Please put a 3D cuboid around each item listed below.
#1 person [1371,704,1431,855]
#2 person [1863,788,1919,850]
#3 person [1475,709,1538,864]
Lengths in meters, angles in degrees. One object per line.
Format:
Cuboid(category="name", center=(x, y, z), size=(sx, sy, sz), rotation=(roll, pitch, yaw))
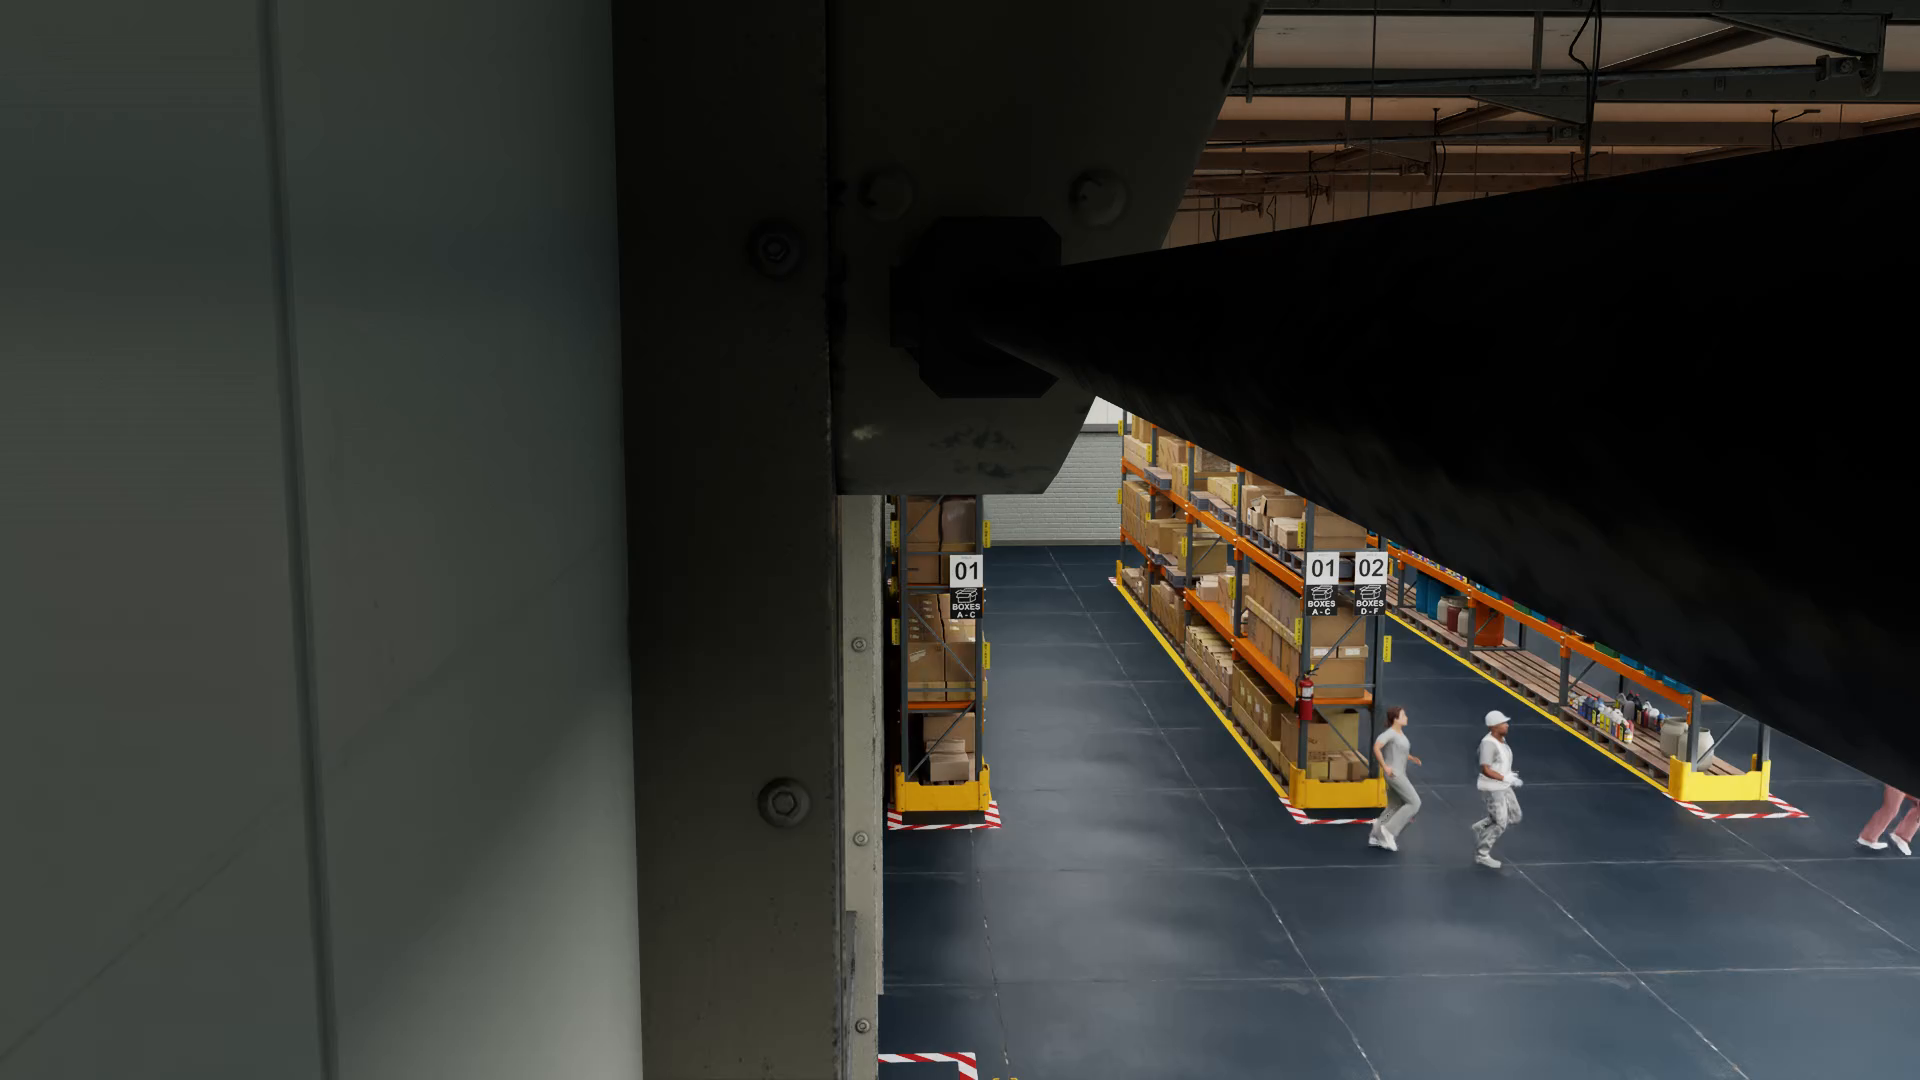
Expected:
Cuboid(category="person", center=(5.071, 2.721, 19.082), size=(0.639, 1.692, 0.572), rotation=(3, 9, 18))
Cuboid(category="person", center=(10.707, 2.753, 18.760), size=(0.824, 1.722, 0.541), rotation=(5, 10, 32))
Cuboid(category="person", center=(6.124, 2.749, 18.518), size=(0.632, 1.753, 0.692), rotation=(5, 10, 32))
